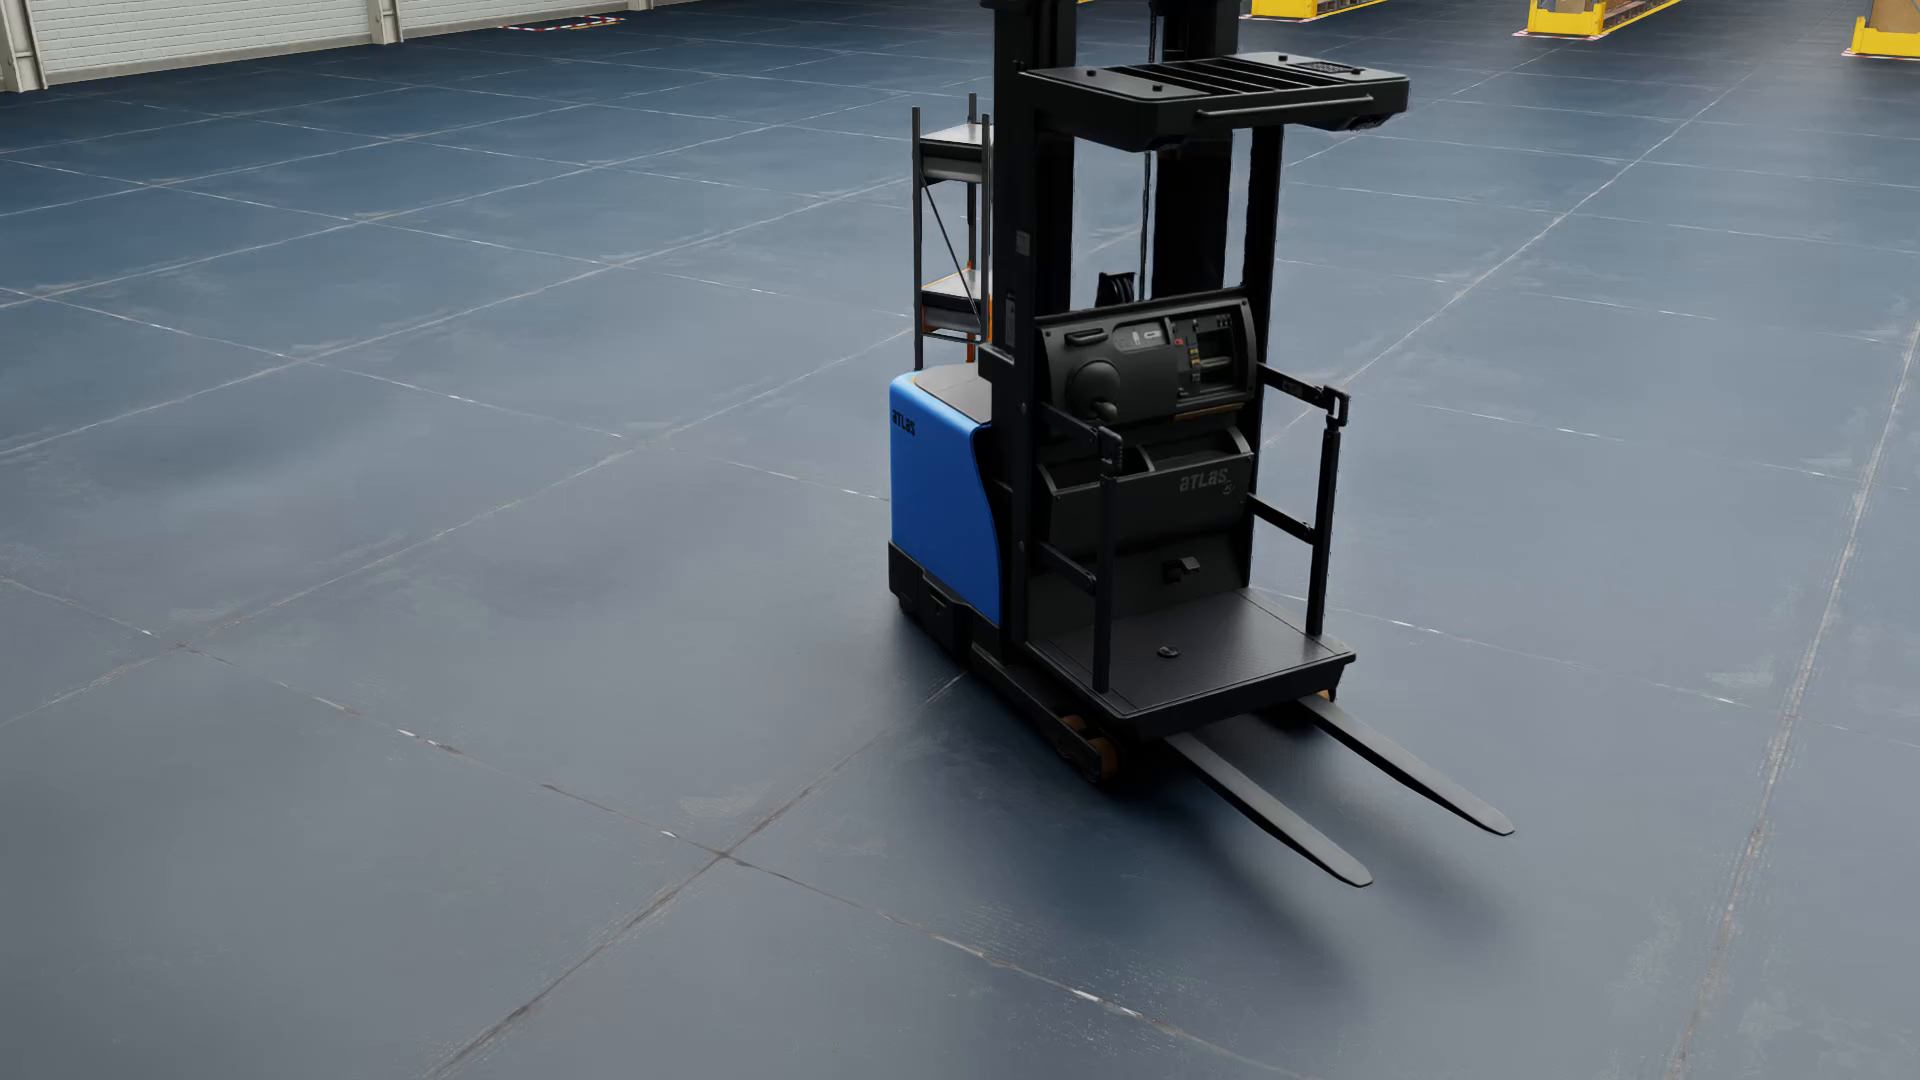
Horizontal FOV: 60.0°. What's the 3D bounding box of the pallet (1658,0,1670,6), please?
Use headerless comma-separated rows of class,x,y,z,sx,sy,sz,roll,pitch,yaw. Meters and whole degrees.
pallet,13.283,-10.638,32.557,1.003,0.211,1.213,14,27,29

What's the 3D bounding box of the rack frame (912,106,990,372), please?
rack frame,-0.041,-0.937,7.772,0.400,2.100,0.015,14,27,29

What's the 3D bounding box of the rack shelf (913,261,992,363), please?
rack shelf,0.087,-1.007,7.967,0.431,0.518,0.480,14,27,29

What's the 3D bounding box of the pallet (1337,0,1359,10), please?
pallet,6.990,-10.368,31.933,1.003,0.211,1.213,14,27,29

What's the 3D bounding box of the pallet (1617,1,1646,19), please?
pallet,11.906,-9.727,30.453,1.003,0.211,1.213,14,27,29

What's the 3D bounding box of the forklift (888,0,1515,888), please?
forklift,0.820,-0.650,6.063,1.130,2.935,3.031,-12,26,-26

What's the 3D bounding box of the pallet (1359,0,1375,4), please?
pallet,7.633,-10.781,32.888,1.003,0.211,1.213,14,27,29

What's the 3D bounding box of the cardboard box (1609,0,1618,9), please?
cardboard box,11.429,-9.739,29.589,0.500,0.500,0.500,11,26,24

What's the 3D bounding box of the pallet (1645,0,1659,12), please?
pallet,12.640,-10.224,31.602,1.003,0.211,1.213,14,27,29

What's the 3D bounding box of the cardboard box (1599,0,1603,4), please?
cardboard box,10.750,-9.353,28.696,0.500,0.500,0.500,-20,31,-39

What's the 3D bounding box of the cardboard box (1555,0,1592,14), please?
cardboard box,10.464,-9.144,28.214,0.500,0.500,0.500,20,30,38

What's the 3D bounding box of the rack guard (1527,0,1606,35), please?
rack guard,10.161,-8.769,27.877,1.175,0.500,0.348,14,27,29

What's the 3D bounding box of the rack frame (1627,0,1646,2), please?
rack frame,12.231,-11.241,30.440,1.000,3.000,0.127,14,27,29

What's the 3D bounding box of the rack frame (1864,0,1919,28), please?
rack frame,14.281,-8.817,24.842,1.000,3.000,0.127,14,27,29

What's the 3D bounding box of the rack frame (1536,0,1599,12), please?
rack frame,10.121,-9.891,27.322,1.000,3.000,0.127,14,27,29

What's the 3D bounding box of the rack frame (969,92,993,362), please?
rack frame,0.216,-1.102,8.152,0.400,2.100,0.015,14,27,29

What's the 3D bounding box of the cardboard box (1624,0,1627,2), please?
cardboard box,11.986,-10.160,30.561,0.500,0.500,0.500,13,27,27

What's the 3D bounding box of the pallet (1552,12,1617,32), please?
pallet,10.619,-8.904,28.551,1.003,0.211,1.213,14,27,29

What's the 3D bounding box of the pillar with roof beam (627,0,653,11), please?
pillar with roof beam,-2.377,-13.248,27.526,9.100,9.000,0.400,14,27,29

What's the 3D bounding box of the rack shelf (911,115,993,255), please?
rack shelf,0.087,-1.649,7.689,0.431,0.518,0.480,14,27,29

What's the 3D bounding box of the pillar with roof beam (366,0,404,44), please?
pillar with roof beam,-5.542,-11.223,22.848,9.100,9.000,0.400,14,27,29

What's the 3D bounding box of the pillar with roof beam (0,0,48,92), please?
pillar with roof beam,-8.707,-9.198,18.170,9.100,9.000,0.400,14,27,29

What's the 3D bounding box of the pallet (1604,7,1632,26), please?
pallet,11.264,-9.314,29.499,1.003,0.211,1.213,14,27,29

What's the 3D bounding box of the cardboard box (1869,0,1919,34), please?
cardboard box,14.583,-8.278,25.741,0.875,0.875,0.875,14,27,29

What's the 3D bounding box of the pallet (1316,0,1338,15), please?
pallet,6.346,-9.958,30.986,1.003,0.211,1.213,14,27,29

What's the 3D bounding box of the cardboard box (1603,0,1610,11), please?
cardboard box,11.097,-9.560,29.175,0.500,0.500,0.500,17,29,34

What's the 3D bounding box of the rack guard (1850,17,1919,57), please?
rack guard,14.268,-7.662,25.320,1.175,0.500,0.348,14,27,29

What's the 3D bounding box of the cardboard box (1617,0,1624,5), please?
cardboard box,11.690,-9.965,30.111,0.500,0.500,0.500,-18,29,-36

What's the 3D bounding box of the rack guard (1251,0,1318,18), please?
rack guard,5.913,-9.817,30.298,1.175,0.500,0.348,14,27,29

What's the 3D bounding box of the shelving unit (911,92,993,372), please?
shelving unit,0.087,-1.019,7.962,0.431,2.100,0.503,14,27,29
